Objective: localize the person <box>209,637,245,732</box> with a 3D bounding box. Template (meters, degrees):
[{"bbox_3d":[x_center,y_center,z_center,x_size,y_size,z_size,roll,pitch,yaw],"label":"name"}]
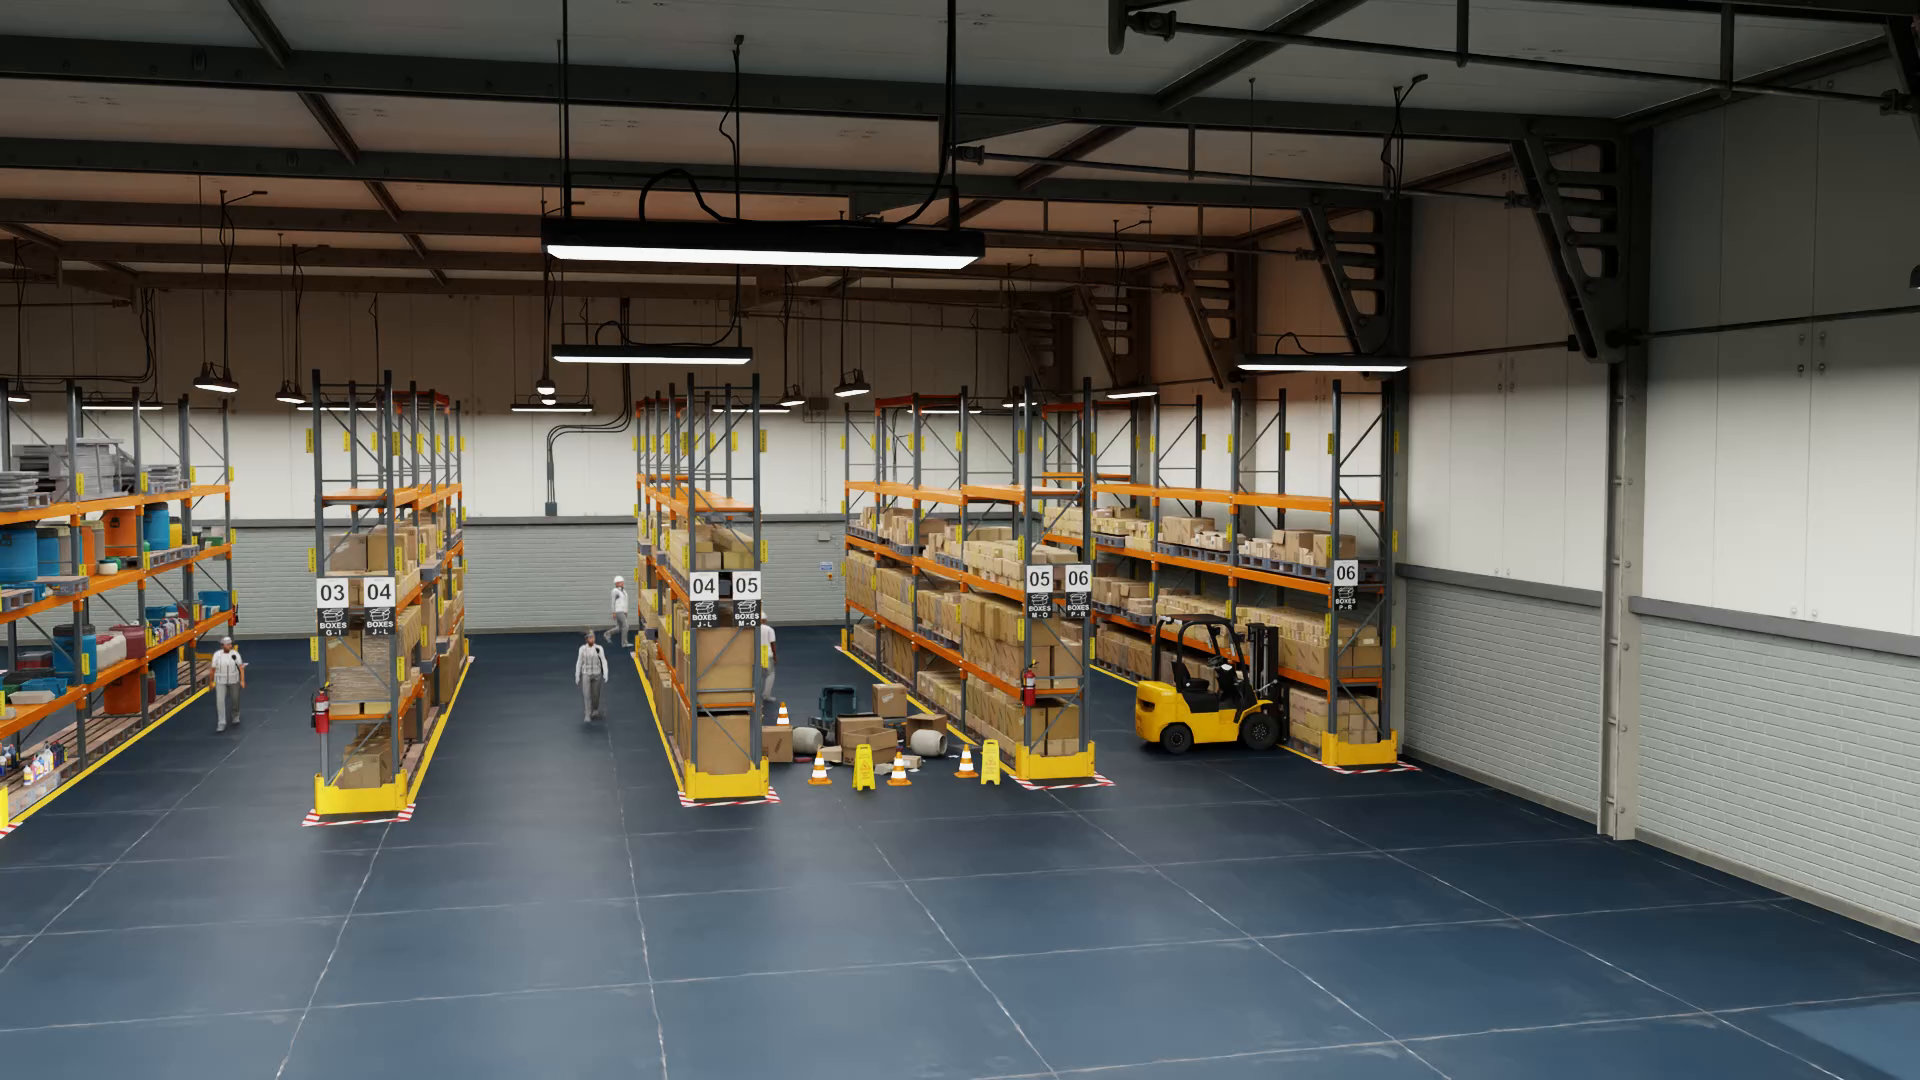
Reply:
[{"bbox_3d":[-12.866,2.497,29.172,0.593,1.600,1.052,-1,4,-22],"label":"person"}]

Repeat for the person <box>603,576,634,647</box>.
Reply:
[{"bbox_3d":[-8.406,1.759,40.886,0.822,1.750,0.526,0,3,5],"label":"person"}]

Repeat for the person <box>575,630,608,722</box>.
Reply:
[{"bbox_3d":[-6.662,2.424,30.076,0.579,1.618,1.025,-1,3,-12],"label":"person"}]

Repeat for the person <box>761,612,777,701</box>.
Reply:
[{"bbox_3d":[-3.838,2.268,32.213,0.610,1.766,0.512,1,3,12],"label":"person"}]
